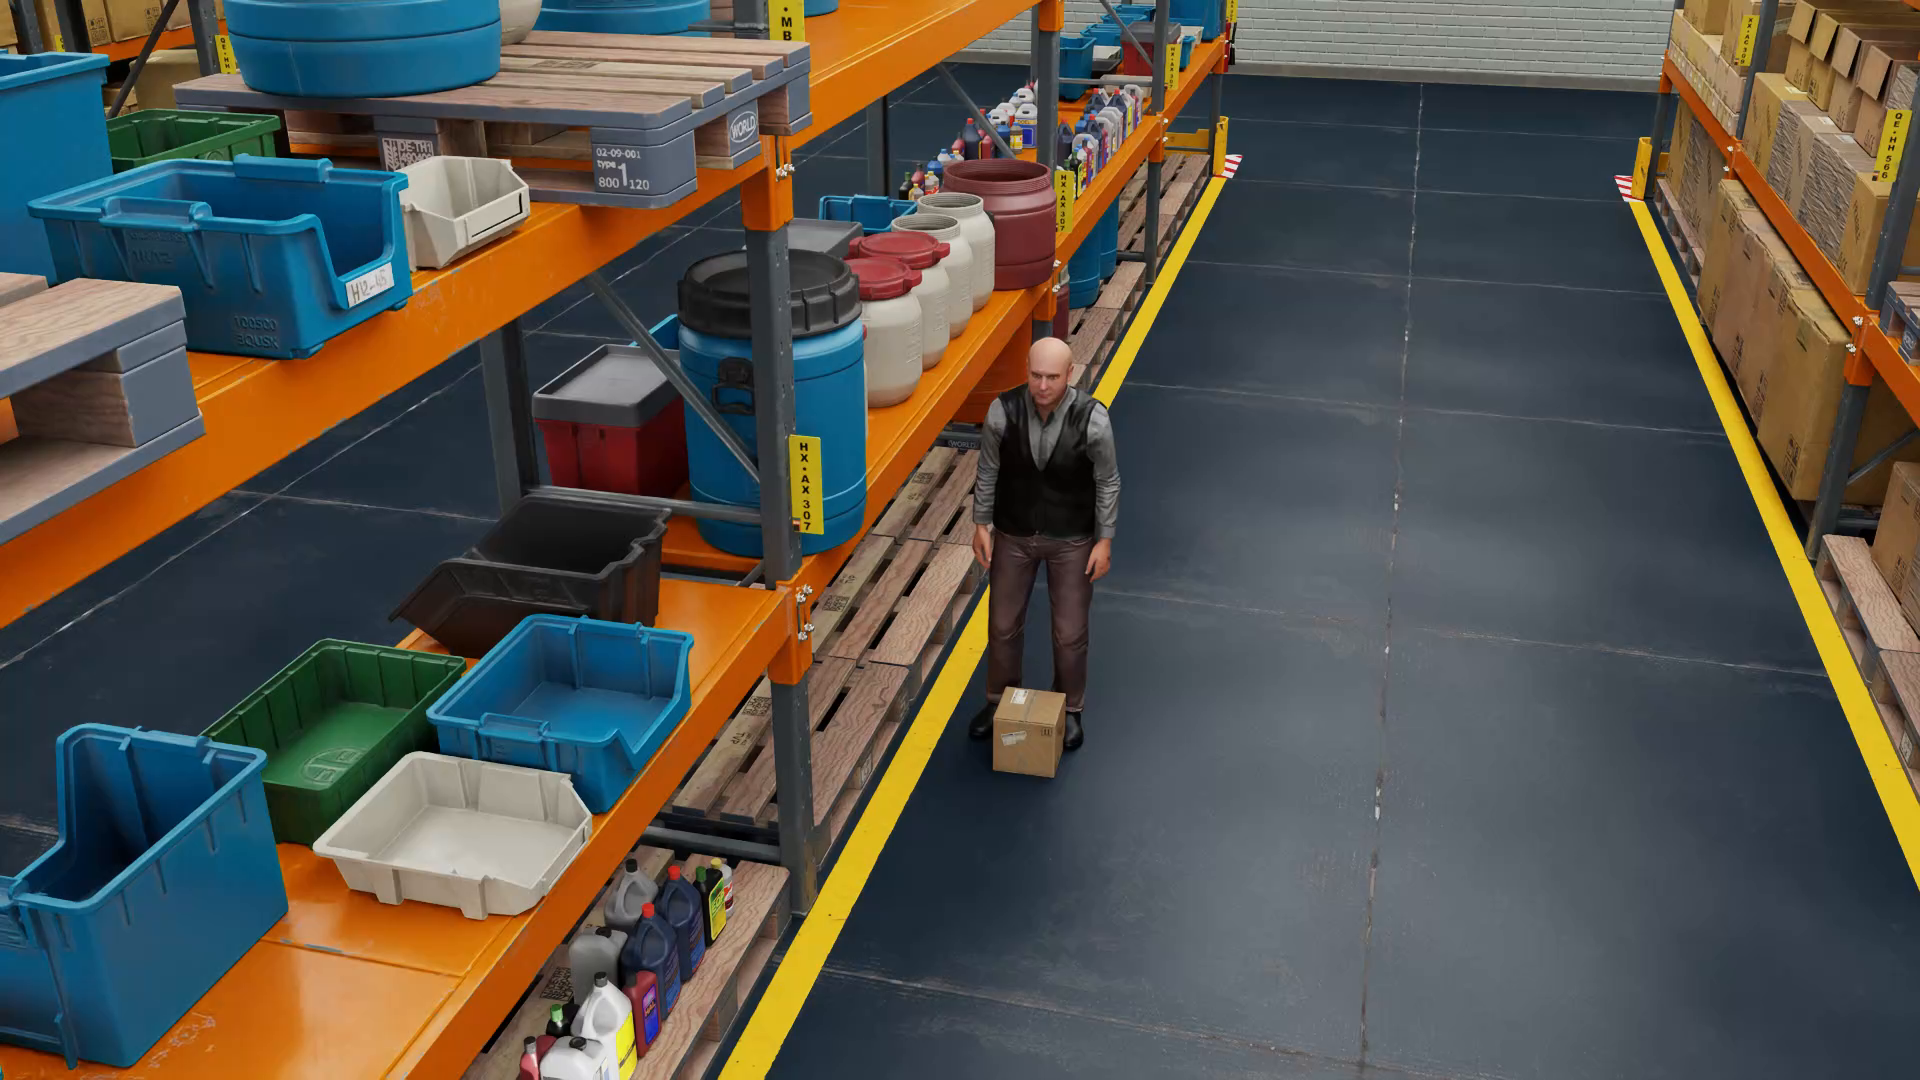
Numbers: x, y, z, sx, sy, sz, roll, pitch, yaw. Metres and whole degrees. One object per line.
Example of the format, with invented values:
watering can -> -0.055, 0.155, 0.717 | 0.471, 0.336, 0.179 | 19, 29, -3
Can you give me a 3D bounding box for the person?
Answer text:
person -> 0.340, -0.007, 6.651 | 0.580, 1.721, 0.416 | 6, 26, 13
